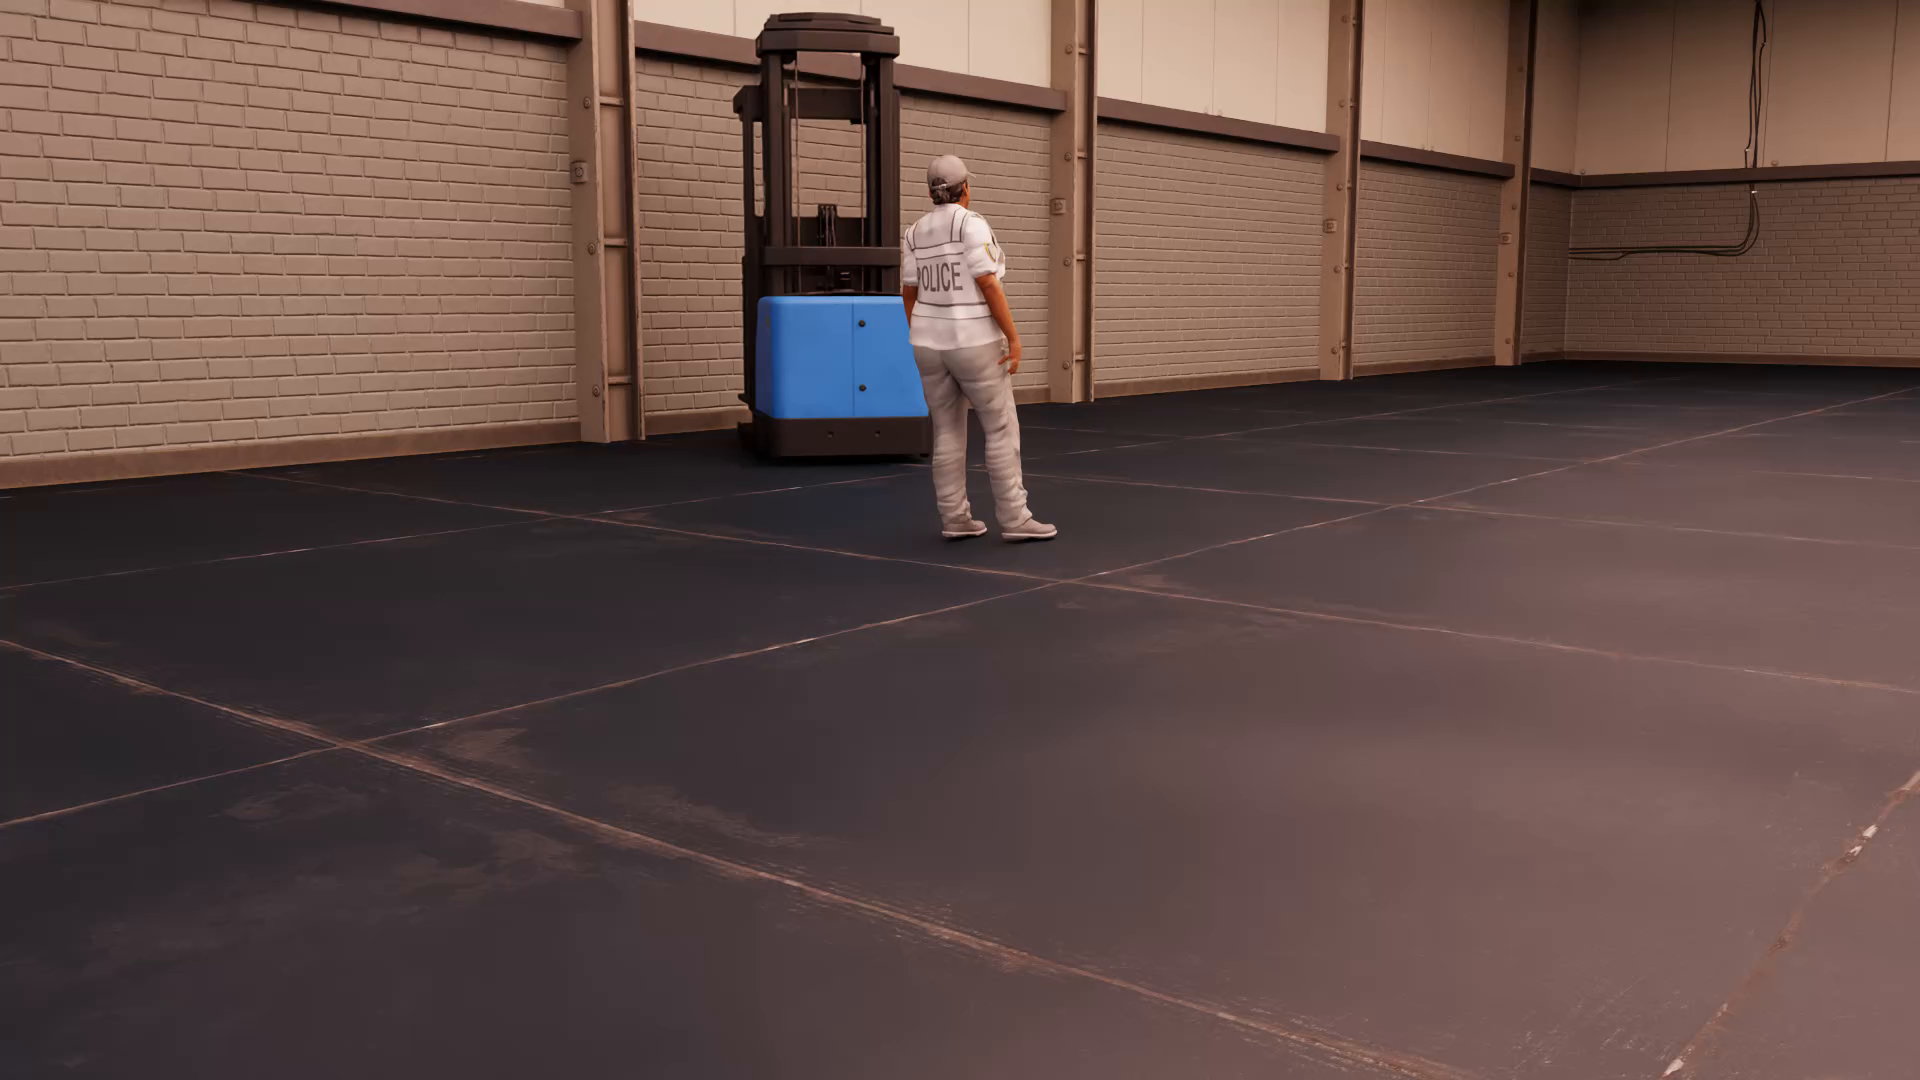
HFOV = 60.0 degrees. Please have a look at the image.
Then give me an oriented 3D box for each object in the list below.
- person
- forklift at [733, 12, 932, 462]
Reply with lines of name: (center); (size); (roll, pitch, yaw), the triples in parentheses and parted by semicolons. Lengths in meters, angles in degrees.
person: (0.067, -0.839, 7.330); (0.599, 1.670, 0.525); (7, 11, 38)
forklift: (-1.014, -2.132, 11.853); (1.130, 2.935, 3.031); (-2, 9, -13)
